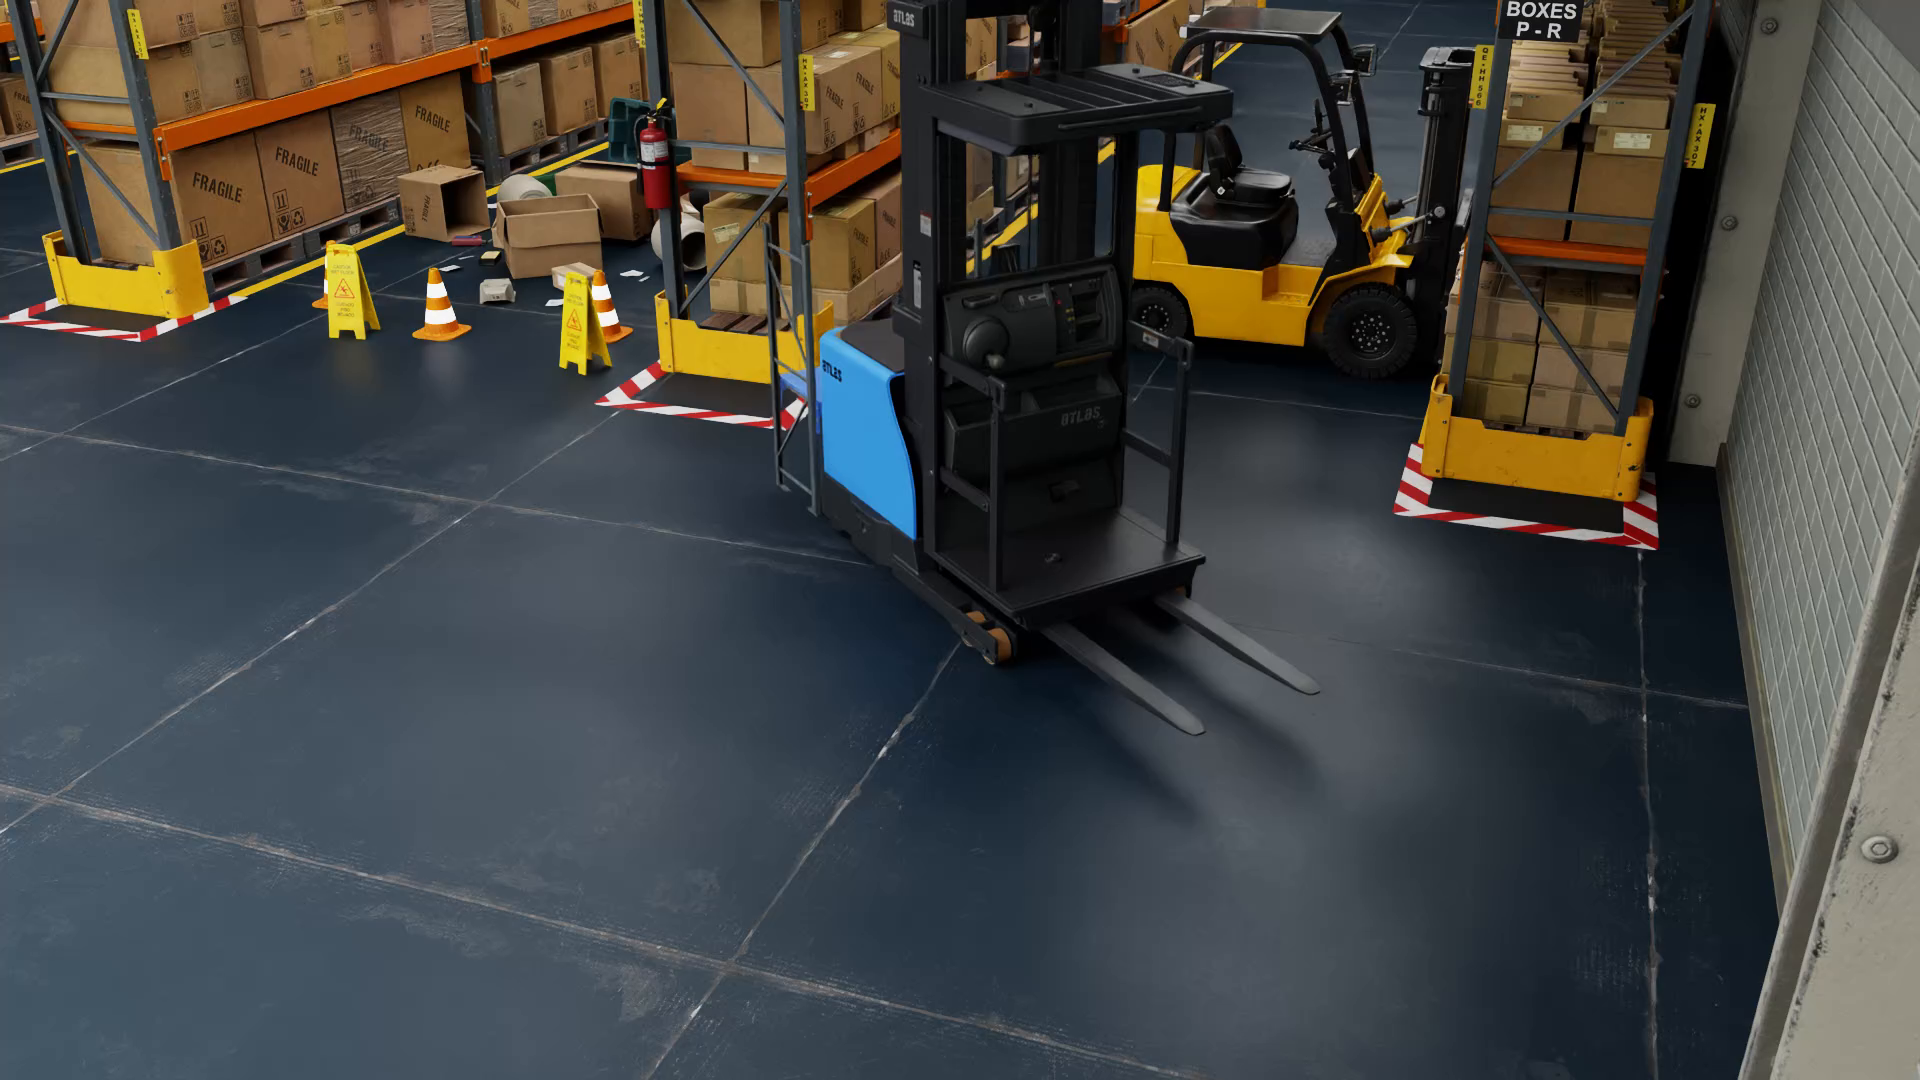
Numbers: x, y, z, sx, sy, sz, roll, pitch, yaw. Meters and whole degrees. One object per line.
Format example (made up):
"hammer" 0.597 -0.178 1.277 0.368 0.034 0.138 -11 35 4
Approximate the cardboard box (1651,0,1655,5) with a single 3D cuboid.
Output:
"cardboard box" 5.292 -4.223 13.171 0.380 0.149 0.250 9 27 17

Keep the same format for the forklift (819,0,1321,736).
"forklift" 0.449 -0.981 7.412 1.130 2.935 3.031 -15 29 -27

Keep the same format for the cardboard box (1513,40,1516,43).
"cardboard box" 3.931 -3.426 11.184 0.380 0.149 0.250 9 27 19

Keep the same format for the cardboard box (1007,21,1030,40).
"cardboard box" 0.377 -4.337 14.071 0.380 0.149 0.250 9 27 18

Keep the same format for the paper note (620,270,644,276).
"paper note" -2.574 -2.099 13.062 0.148 0.019 0.142 20 32 35

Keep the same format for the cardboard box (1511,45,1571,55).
"cardboard box" 3.497 -2.905 10.107 0.380 0.149 0.250 9 27 18

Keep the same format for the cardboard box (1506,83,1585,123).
"cardboard box" 3.167 -2.366 8.994 0.380 0.149 0.250 9 27 18

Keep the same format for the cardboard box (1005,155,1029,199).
"cardboard box" 0.068 -3.302 14.660 0.950 0.372 0.625 9 27 18

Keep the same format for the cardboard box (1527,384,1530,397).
"cardboard box" 3.279 -1.111 10.275 0.500 0.250 0.500 9 27 17

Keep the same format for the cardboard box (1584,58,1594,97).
"cardboard box" 4.514 -2.978 11.344 0.500 0.500 0.500 9 27 18

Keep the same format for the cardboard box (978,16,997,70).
"cardboard box" -0.018 -4.040 13.195 0.500 0.500 0.500 8 27 16

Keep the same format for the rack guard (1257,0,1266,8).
"rack guard" 3.897 -7.896 24.483 1.175 0.500 0.348 9 27 17

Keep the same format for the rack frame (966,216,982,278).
"rack frame" -0.026 -1.129 9.360 0.032 1.500 0.500 -15 29 -28

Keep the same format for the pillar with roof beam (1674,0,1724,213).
"pillar with roof beam" 2.265 -7.663 14.250 9.100 9.000 0.400 9 27 17

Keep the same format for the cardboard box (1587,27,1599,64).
"cardboard box" 4.988 -3.690 12.527 0.500 0.250 0.500 8 27 17

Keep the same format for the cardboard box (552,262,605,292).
"cardboard box" -2.905 -1.984 12.676 0.250 0.149 0.380 -20 33 -36

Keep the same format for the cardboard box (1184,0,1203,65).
"cardboard box" 2.427 -6.333 20.345 0.875 0.875 0.875 10 27 19

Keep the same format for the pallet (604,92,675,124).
"pallet" -3.809 -4.831 18.486 1.003 0.211 1.213 9 27 17

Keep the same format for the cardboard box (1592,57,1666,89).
"cardboard box" 3.913 -2.720 9.725 0.380 0.149 0.250 10 27 19

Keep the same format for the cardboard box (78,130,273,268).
"cardboard box" -5.974 -2.633 12.702 0.875 0.875 0.875 9 27 18

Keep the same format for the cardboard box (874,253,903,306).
"cardboard box" -0.730 -1.887 11.879 0.500 0.250 0.500 10 27 19

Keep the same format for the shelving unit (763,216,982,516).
"shelving unit" -0.462 -1.015 9.124 1.048 1.500 0.538 -15 29 -28

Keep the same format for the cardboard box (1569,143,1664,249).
"cardboard box" 3.673 -1.926 9.170 0.500 0.500 0.500 10 27 19

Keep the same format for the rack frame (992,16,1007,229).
"rack frame" -0.105 -4.079 13.733 1.000 3.000 0.127 9 27 17

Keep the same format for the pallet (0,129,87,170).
"pallet" -9.640 -3.980 16.728 1.003 0.211 1.213 9 27 17

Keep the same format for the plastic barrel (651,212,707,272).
"plastic barrel" -2.176 -2.344 13.106 0.421 0.421 0.512 -14 29 -27

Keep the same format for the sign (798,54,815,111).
"sign" -0.924 -2.747 9.987 0.100 0.325 0.005 9 27 17

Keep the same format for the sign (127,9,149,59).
"sign" -5.616 -3.454 11.358 0.100 0.325 0.005 9 27 17

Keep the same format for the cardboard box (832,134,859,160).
"cardboard box" -0.892 -2.635 11.039 0.380 0.149 0.250 8 27 16

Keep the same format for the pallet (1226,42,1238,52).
"pallet" 3.289 -6.916 22.792 1.003 0.211 1.213 9 27 17

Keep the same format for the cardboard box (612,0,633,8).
"cardboard box" -3.705 -5.810 17.193 0.500 0.500 0.500 8 27 17

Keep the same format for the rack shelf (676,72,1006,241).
"rack shelf" -0.770 -2.934 12.193 1.077 0.370 4.000 9 27 17

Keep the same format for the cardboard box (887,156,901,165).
"cardboard box" -0.385 -2.667 12.629 0.500 0.500 0.500 10 28 20

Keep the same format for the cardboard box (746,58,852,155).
"cardboard box" -1.017 -2.769 10.571 0.500 0.500 0.500 8 27 17

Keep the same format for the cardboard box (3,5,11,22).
"cardboard box" -9.336 -5.171 16.276 0.380 0.149 0.250 9 27 17

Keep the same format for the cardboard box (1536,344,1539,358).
"cardboard box" 3.755 -1.265 10.019 0.500 0.250 0.500 8 27 17

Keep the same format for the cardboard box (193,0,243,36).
"cardboard box" -5.881 -4.052 12.265 0.875 0.550 0.550 9 27 17

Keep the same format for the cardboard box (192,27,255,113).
"cardboard box" -5.894 -3.568 12.504 0.875 0.550 0.550 9 27 17

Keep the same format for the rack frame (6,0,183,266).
"rack frame" -6.137 -3.112 11.735 1.000 3.000 0.127 9 27 17

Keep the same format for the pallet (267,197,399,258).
"pallet" -5.537 -2.696 14.077 1.003 0.211 1.213 9 27 17

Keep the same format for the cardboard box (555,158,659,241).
"cardboard box" -2.935 -2.848 13.898 0.797 0.637 0.503 9 27 17

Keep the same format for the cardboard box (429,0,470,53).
"cardboard box" -4.918 -4.670 14.781 0.875 0.550 0.550 9 27 17

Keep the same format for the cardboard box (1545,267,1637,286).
"cardboard box" 3.748 -1.495 9.921 0.500 0.250 0.500 9 27 18

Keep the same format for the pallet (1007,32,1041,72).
"pallet" 0.287 -4.286 14.380 1.003 0.211 1.213 9 27 17

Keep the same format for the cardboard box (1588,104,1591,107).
"cardboard box" 3.717 -2.370 9.344 0.380 0.149 0.250 8 27 17

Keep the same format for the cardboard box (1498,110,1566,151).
"cardboard box" 3.097 -2.237 9.070 0.380 0.149 0.250 9 27 18

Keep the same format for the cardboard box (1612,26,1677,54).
"cardboard box" 4.429 -3.233 10.786 0.380 0.149 0.250 8 27 17

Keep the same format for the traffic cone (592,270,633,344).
"traffic cone" -2.509 -1.658 11.642 0.336 0.463 0.334 9 27 17
